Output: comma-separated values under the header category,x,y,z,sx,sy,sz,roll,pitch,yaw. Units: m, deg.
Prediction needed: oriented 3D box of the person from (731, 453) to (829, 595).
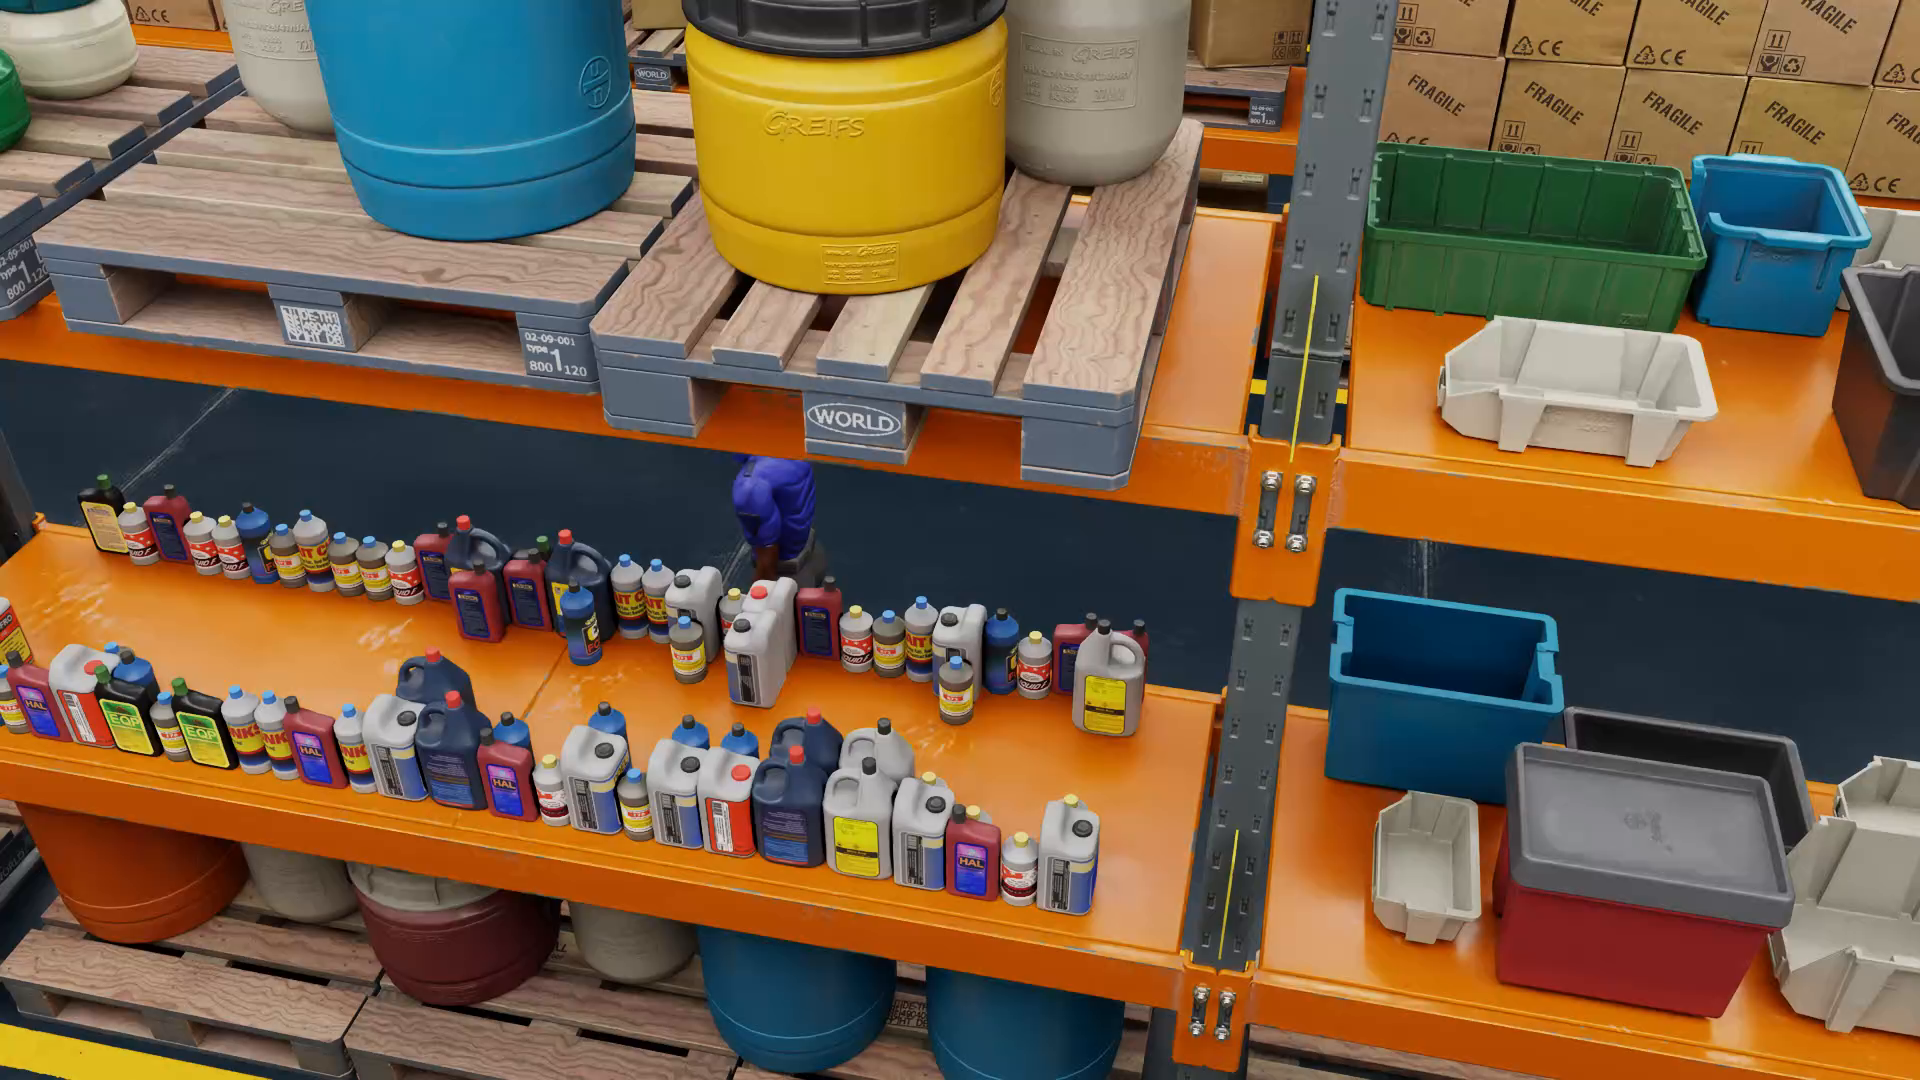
category,x,y,z,sx,sy,sz,roll,pitch,yaw
person,-0.665,0.133,5.988,0.352,1.639,0.505,7,37,9
